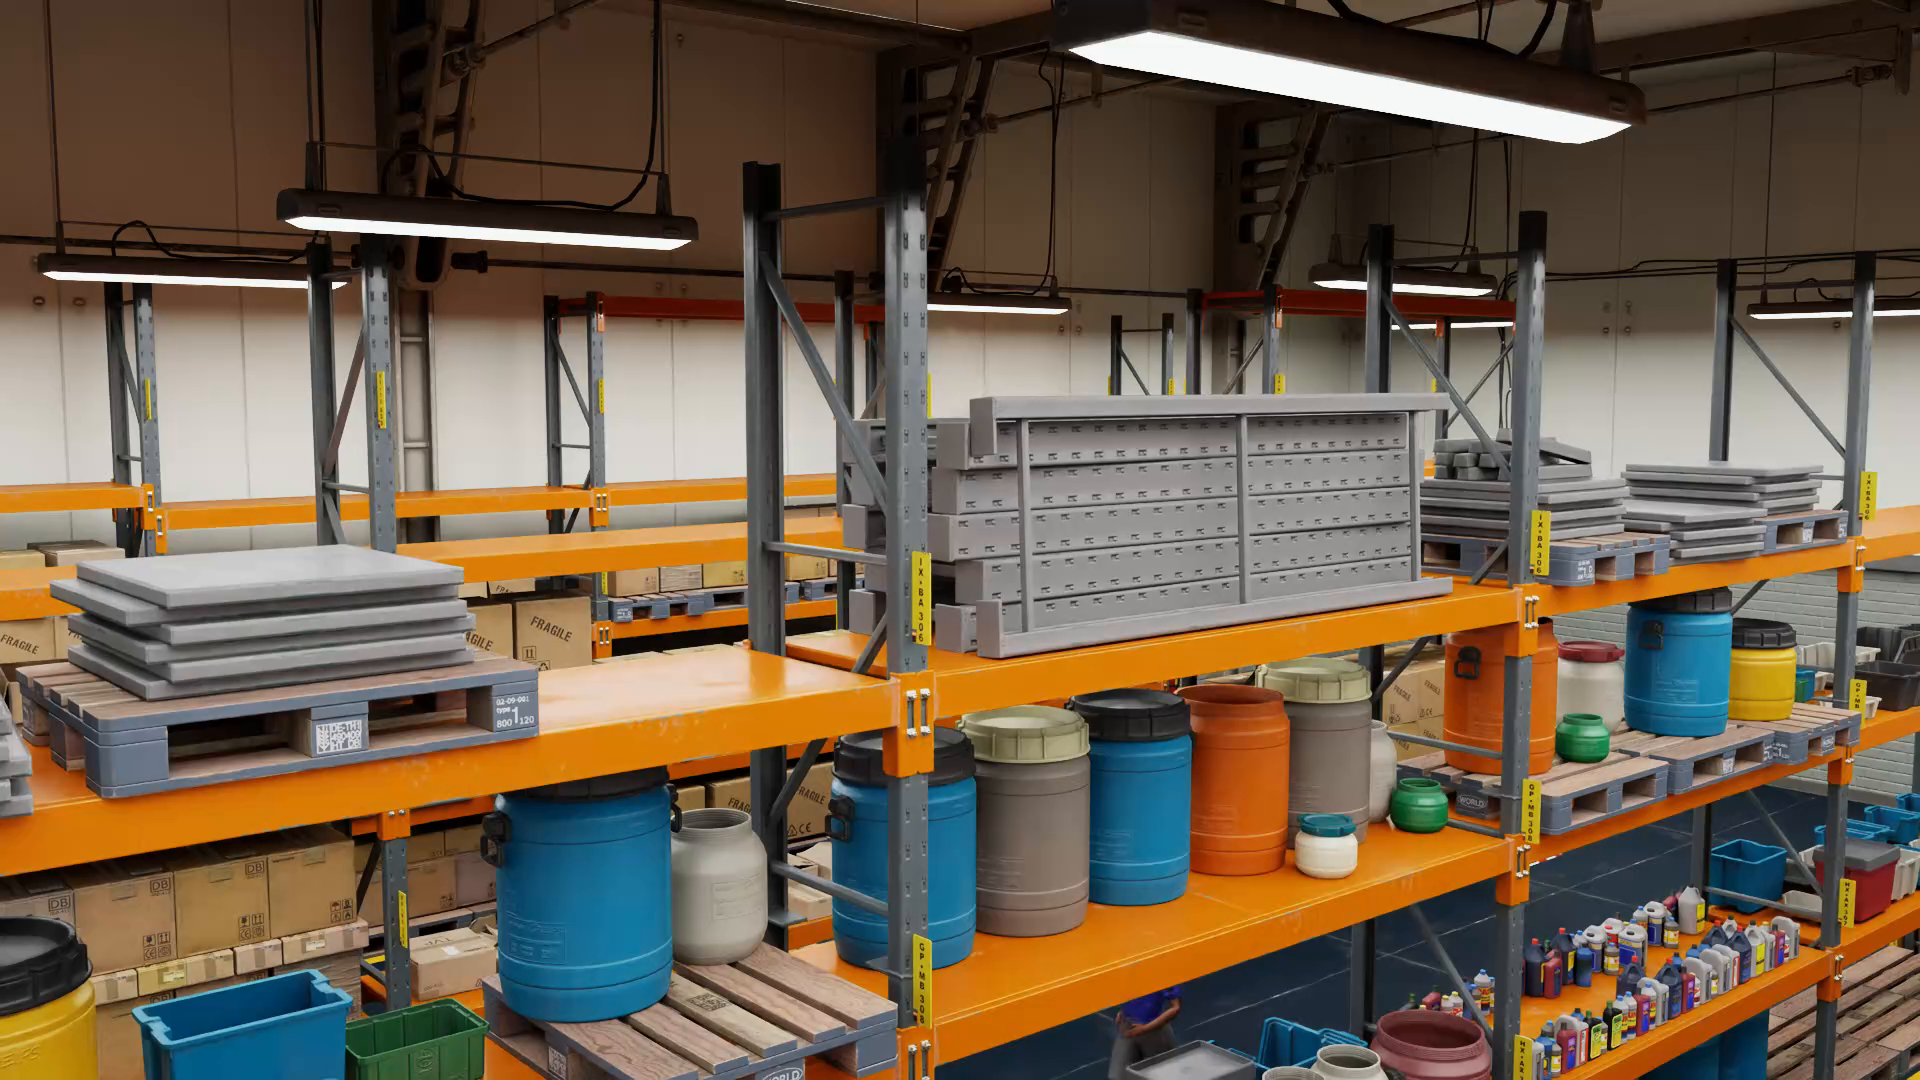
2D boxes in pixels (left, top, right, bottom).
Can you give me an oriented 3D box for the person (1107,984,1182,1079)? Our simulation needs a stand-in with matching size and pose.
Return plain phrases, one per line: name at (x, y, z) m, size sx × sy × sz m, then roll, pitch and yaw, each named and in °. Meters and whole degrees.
person at (1.251, 3.316, 11.040) m, size 0.520 × 1.646 × 1.052 m, roll 5°, pitch 8°, yaw 43°
